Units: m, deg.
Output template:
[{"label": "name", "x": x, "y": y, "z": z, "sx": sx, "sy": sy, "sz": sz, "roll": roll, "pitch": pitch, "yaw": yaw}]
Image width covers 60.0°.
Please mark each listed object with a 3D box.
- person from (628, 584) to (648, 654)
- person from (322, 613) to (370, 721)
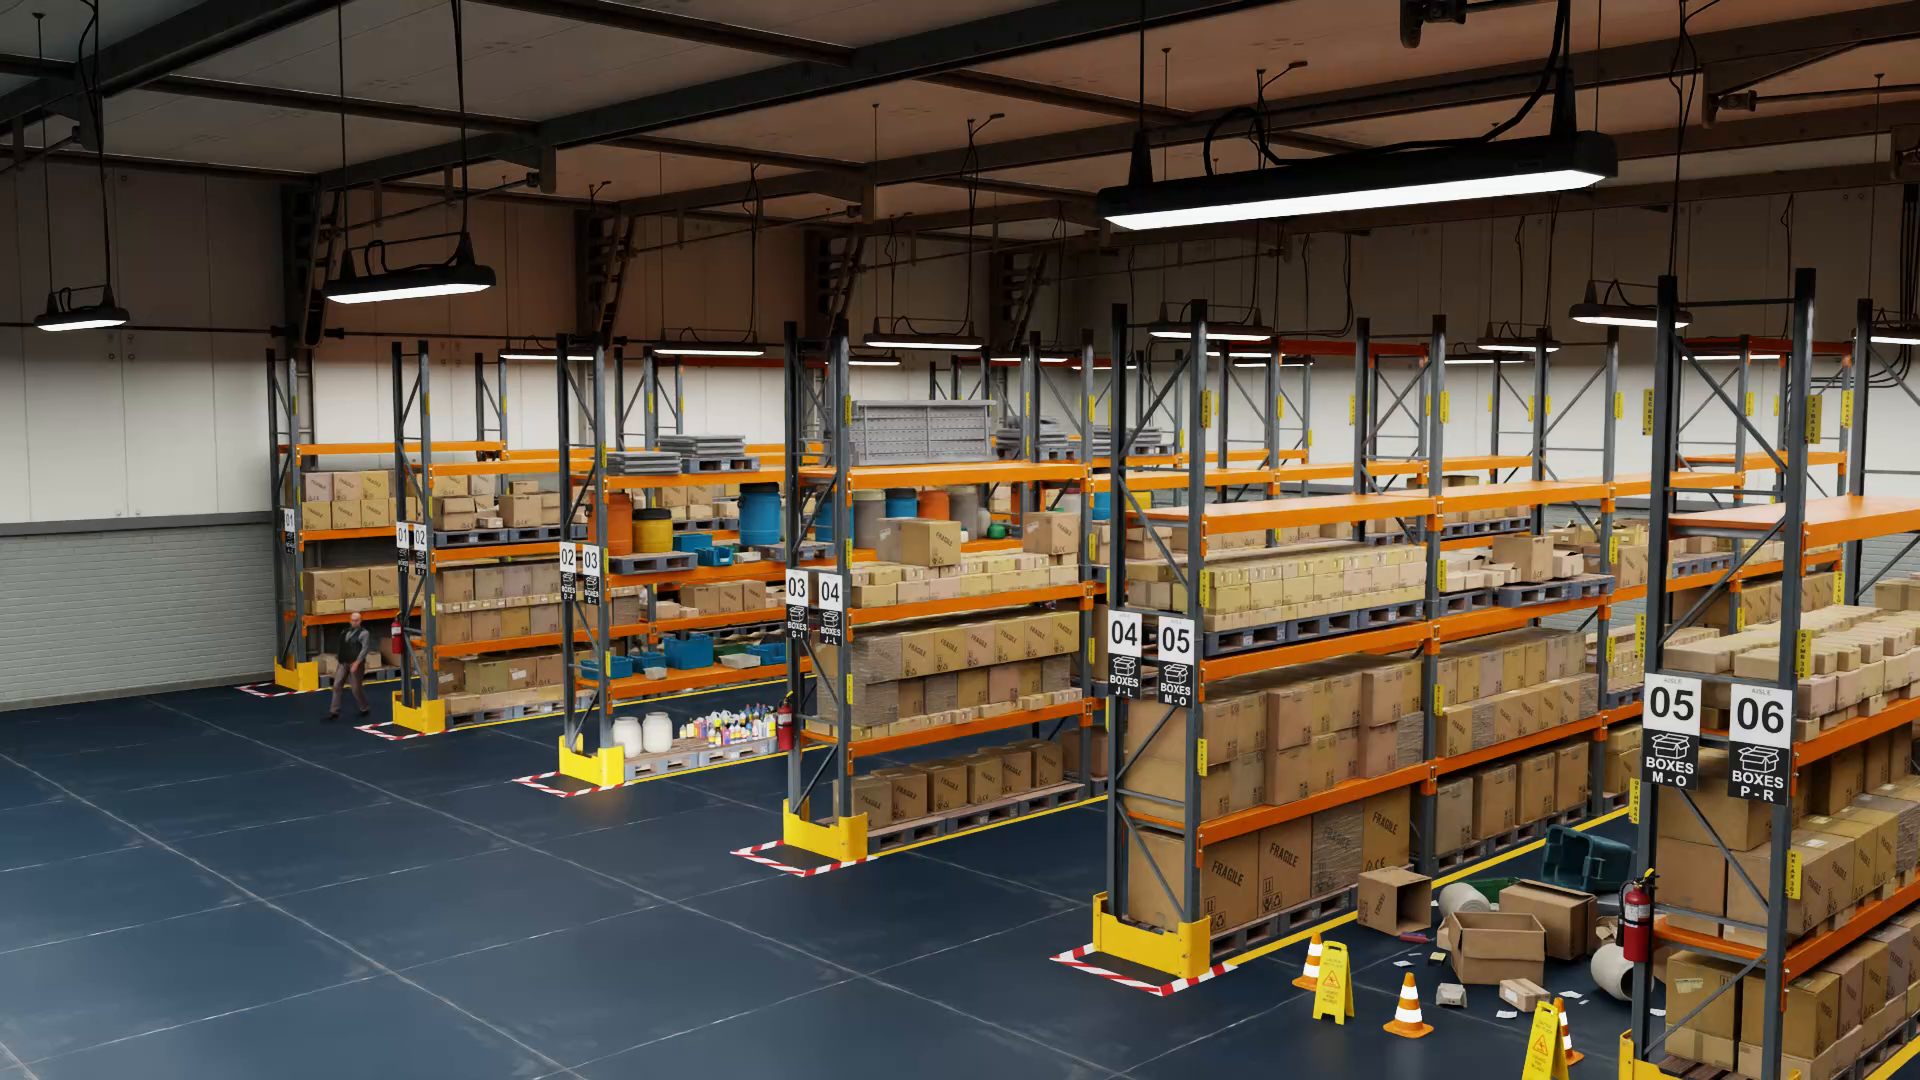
[{"label": "person", "x": -6.306, "y": 1.541, "z": 32.415, "sx": 0.465, "sy": 1.657, "sz": 0.743, "roll": 2, "pitch": 5, "yaw": 20}, {"label": "person", "x": -9.806, "y": 2.034, "z": 26.612, "sx": 0.580, "sy": 1.711, "sz": 0.758, "roll": 2, "pitch": 5, "yaw": 18}]
